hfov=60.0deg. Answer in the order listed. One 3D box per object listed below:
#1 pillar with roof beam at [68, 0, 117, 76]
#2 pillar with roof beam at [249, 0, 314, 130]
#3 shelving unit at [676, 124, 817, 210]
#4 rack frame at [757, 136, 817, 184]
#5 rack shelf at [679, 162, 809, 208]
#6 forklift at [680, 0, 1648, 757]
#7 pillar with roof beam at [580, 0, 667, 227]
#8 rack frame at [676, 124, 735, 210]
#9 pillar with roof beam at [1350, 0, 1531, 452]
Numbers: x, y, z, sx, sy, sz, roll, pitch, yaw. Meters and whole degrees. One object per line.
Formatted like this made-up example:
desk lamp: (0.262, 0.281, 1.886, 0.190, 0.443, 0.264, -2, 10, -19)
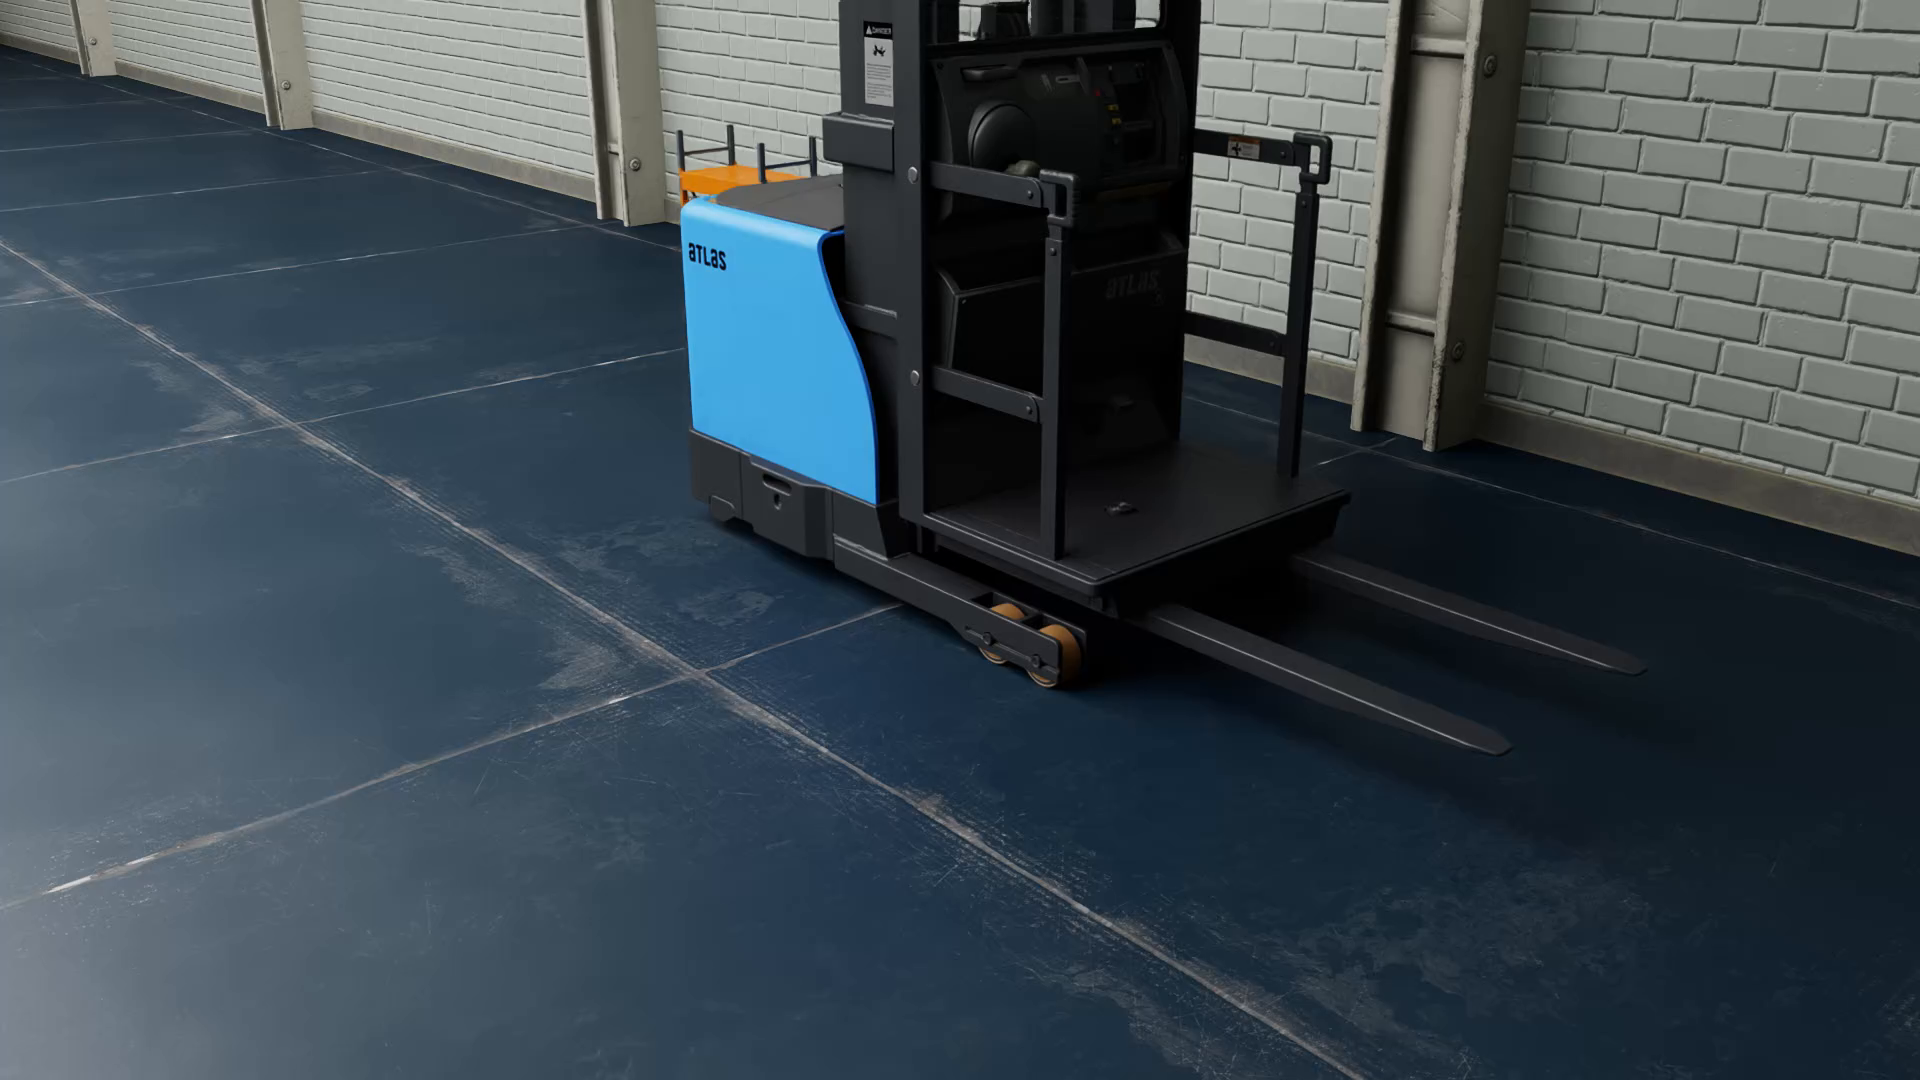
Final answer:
pillar with roof beam: (-13.216, -8.564, 15.009, 9.100, 9.000, 0.400, -17, 27, -37)
pillar with roof beam: (-9.300, -6.906, 10.777, 9.100, 9.000, 0.400, -17, 27, -37)
shelving unit: (-0.749, -0.861, 6.030, 0.258, 1.200, 0.503, -18, 27, -39)
rack frame: (-0.584, -0.798, 5.861, 0.240, 1.200, 0.015, -18, 27, -39)
rack shelf: (-0.752, -1.228, 5.889, 0.258, 0.148, 0.480, -18, 27, -39)
forklift: (0.436, -1.177, 4.471, 1.130, 2.935, 3.031, -18, 28, -38)
pillar with roof beam: (-5.383, -5.248, 6.545, 9.100, 9.000, 0.400, -17, 27, -37)
rack frame: (-0.913, -0.924, 6.198, 0.240, 1.200, 0.015, -18, 27, -39)
pillar with roof beam: (-1.467, -3.591, 2.312, 9.100, 9.000, 0.400, -17, 27, -37)
